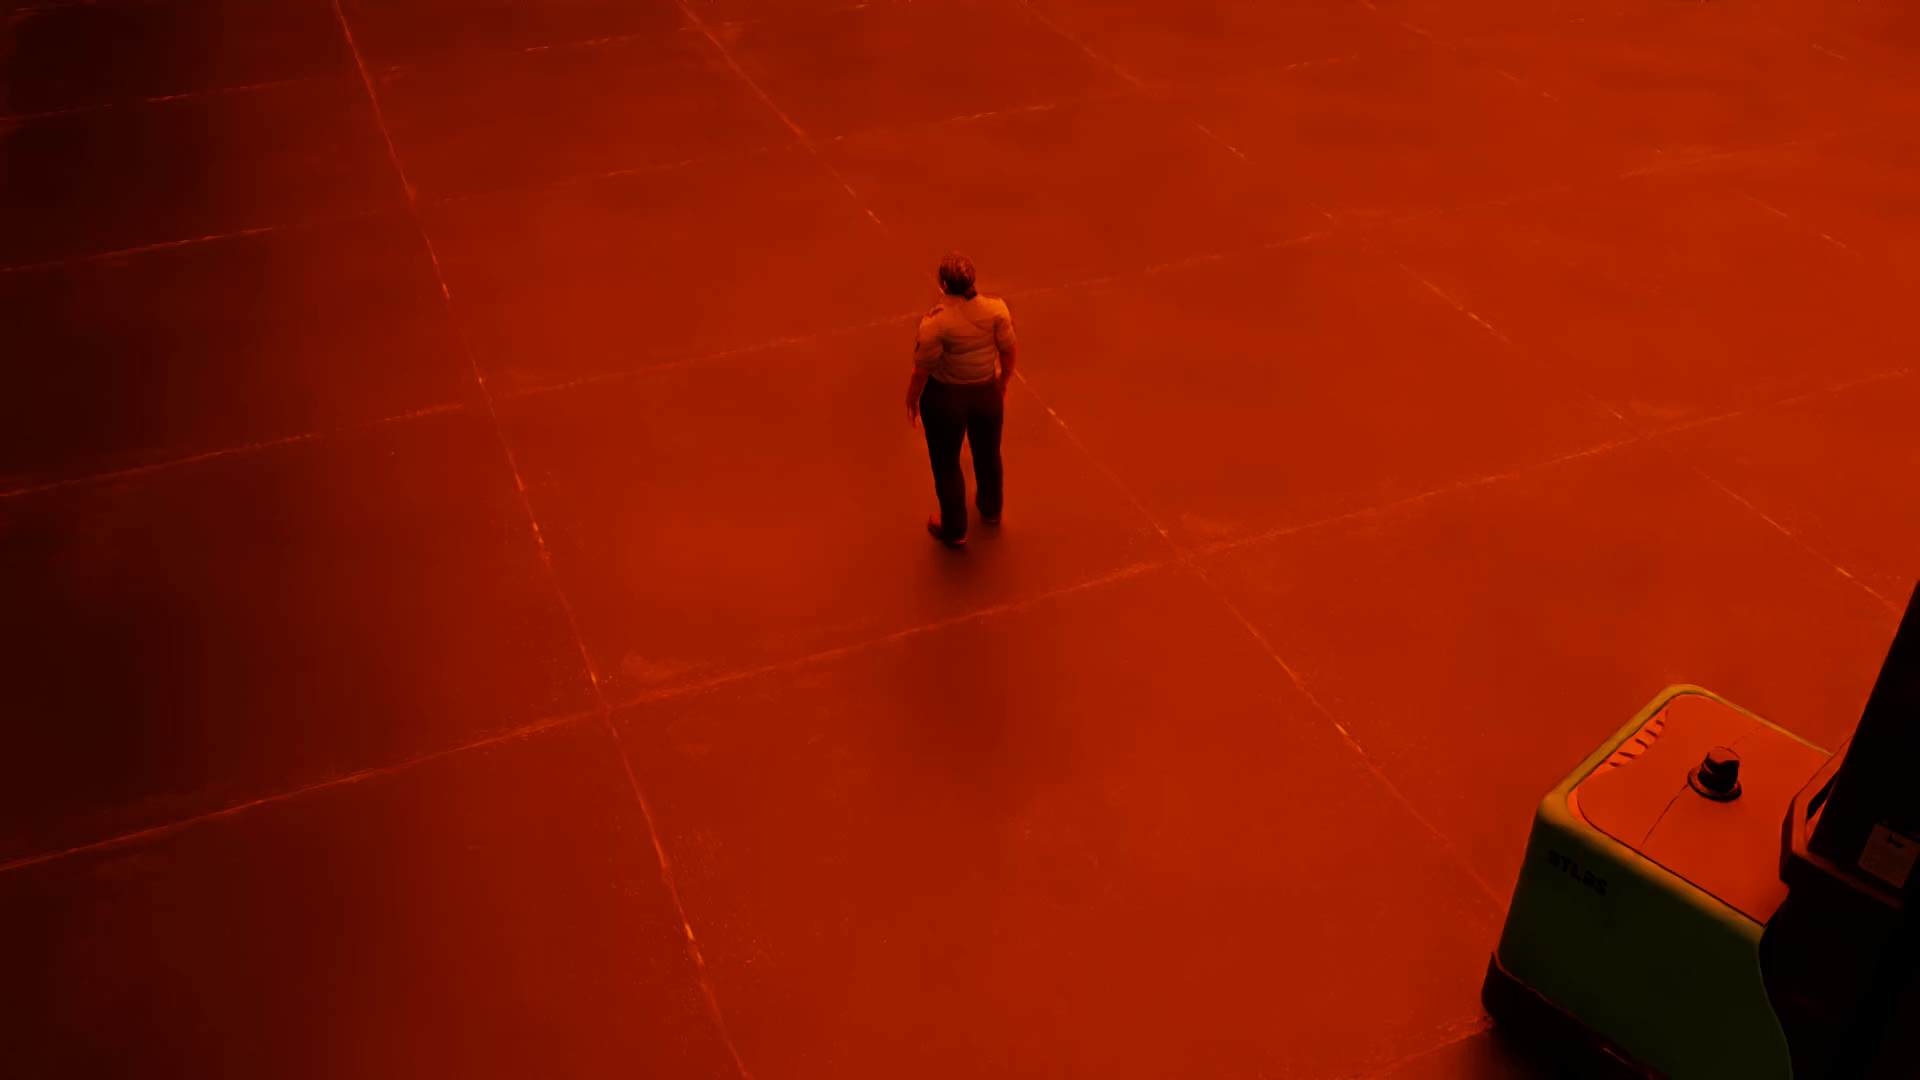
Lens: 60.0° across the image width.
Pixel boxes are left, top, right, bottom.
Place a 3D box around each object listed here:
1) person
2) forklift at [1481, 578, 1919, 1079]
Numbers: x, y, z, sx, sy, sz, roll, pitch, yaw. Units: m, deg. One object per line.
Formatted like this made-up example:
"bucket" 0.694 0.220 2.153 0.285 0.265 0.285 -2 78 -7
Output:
"person" -0.014 -0.726 8.224 0.599 1.640 0.502 -14 38 -19
"forklift" 3.292 0.994 4.701 1.130 2.935 3.031 -28 44 -34
